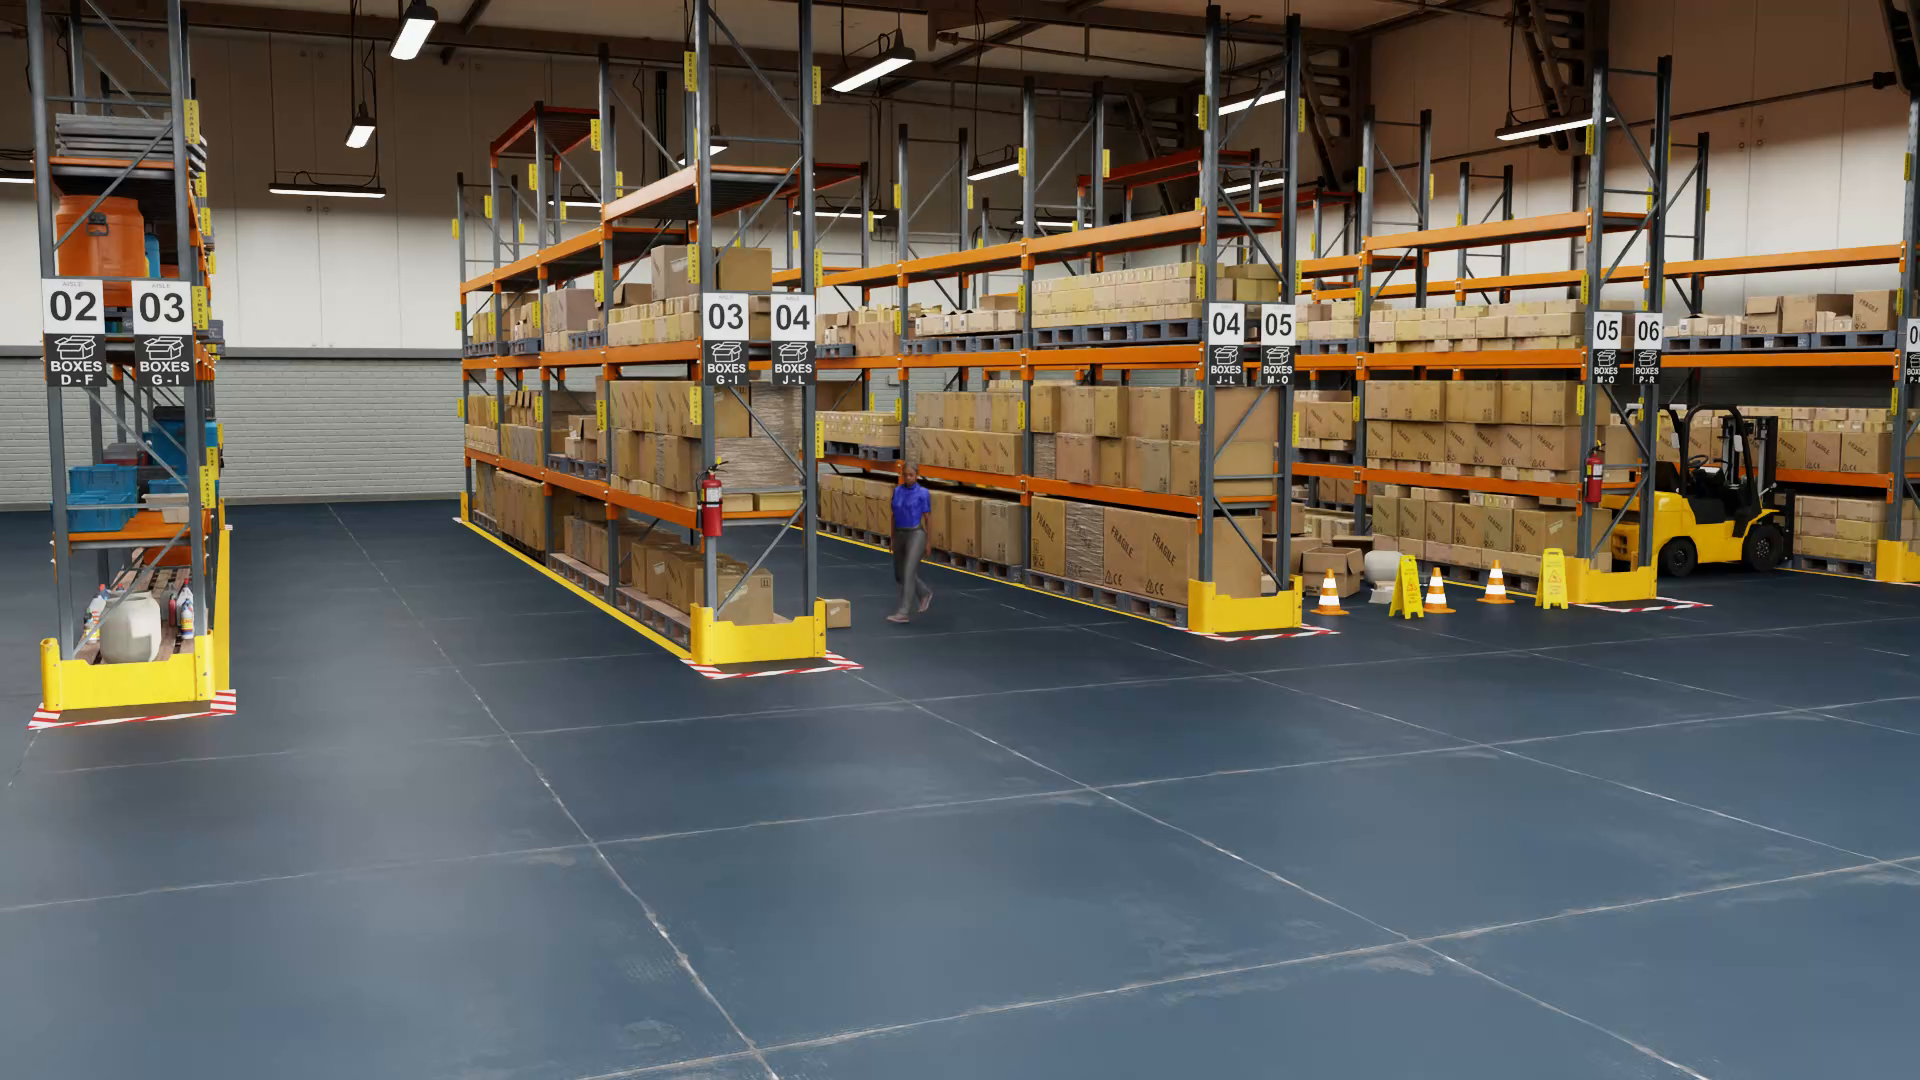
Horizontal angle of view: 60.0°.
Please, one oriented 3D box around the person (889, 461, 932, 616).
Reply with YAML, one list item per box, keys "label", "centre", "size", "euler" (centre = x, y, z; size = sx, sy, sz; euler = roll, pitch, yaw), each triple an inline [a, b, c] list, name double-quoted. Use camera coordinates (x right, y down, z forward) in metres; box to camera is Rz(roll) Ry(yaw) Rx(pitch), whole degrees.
- label: "person"
  centre: [-0.479, -0.031, 17.011]
  size: [0.482, 1.575, 0.652]
  euler: [4, 7, 38]
